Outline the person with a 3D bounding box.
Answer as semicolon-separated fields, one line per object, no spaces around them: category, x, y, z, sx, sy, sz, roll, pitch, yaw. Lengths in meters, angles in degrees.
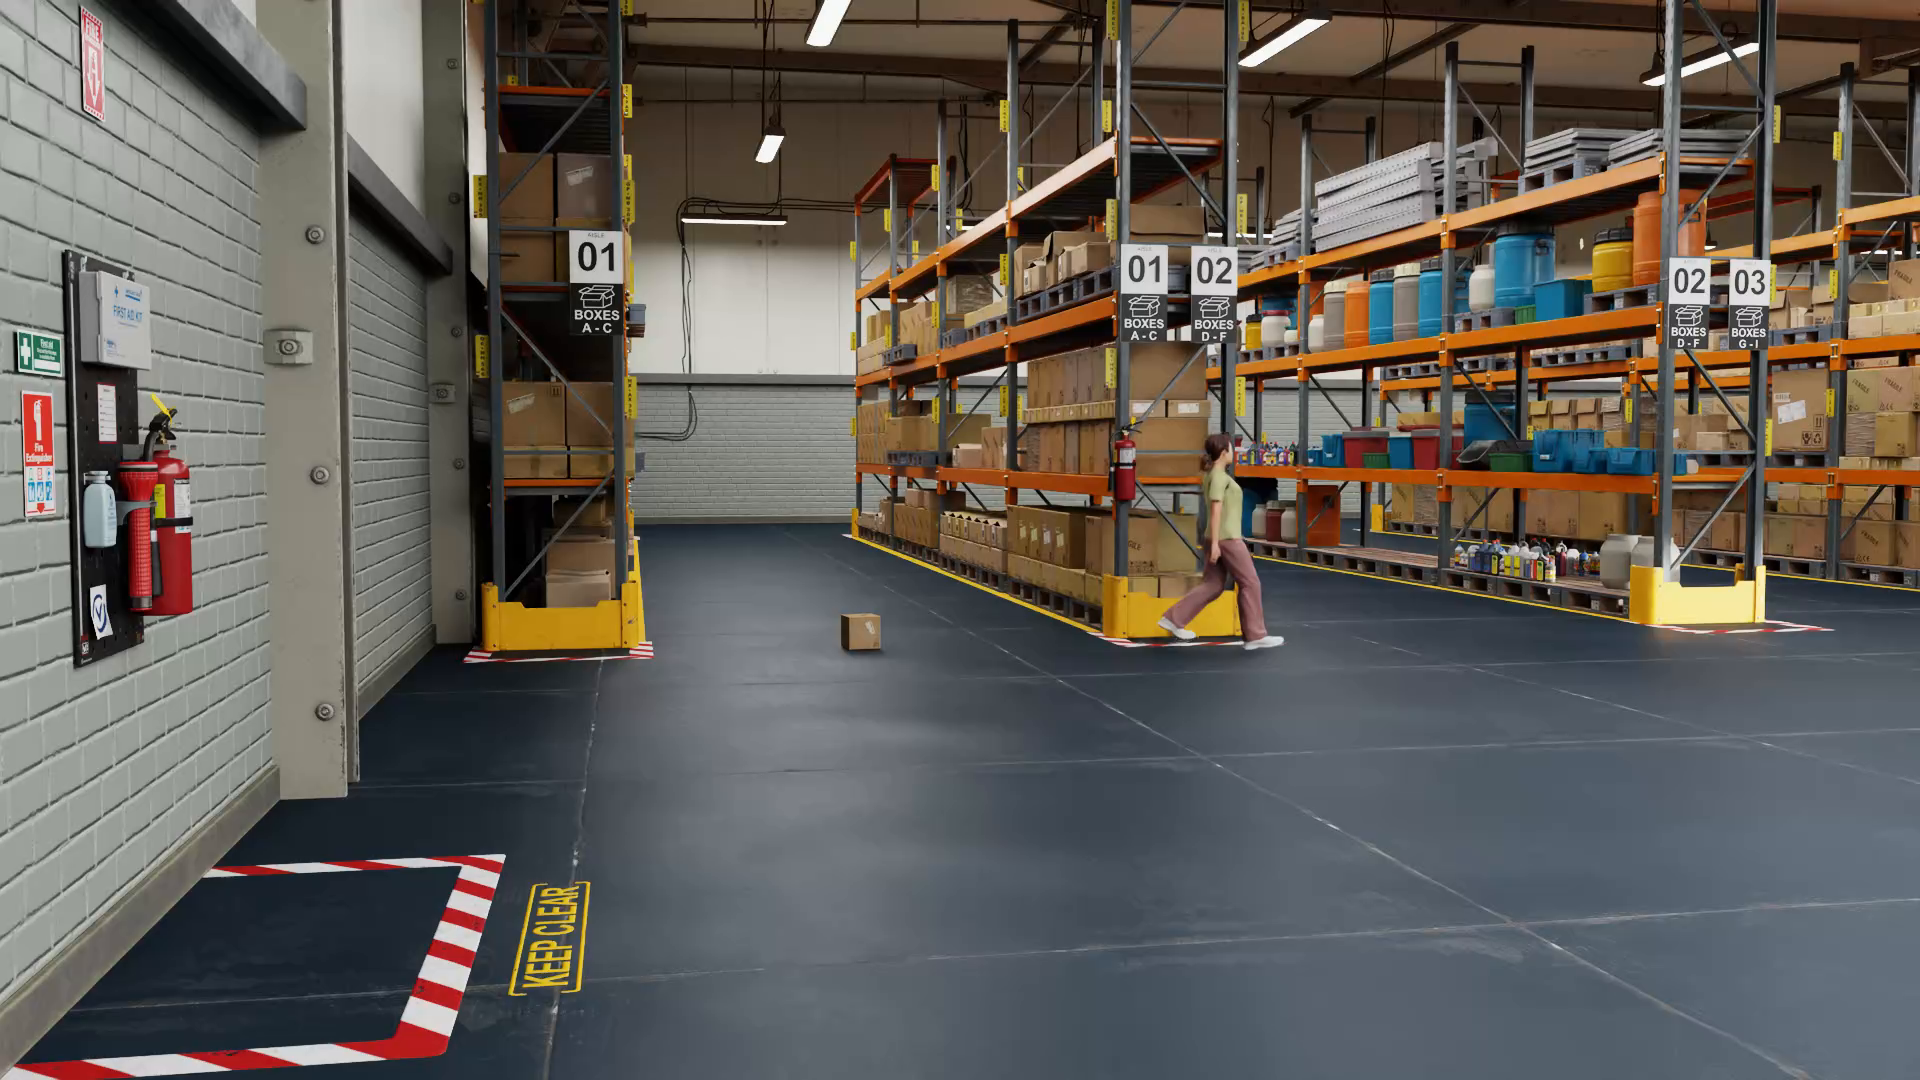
person;1.974;0.012;12.627;0.942;1.630;0.473;0;3;-5
